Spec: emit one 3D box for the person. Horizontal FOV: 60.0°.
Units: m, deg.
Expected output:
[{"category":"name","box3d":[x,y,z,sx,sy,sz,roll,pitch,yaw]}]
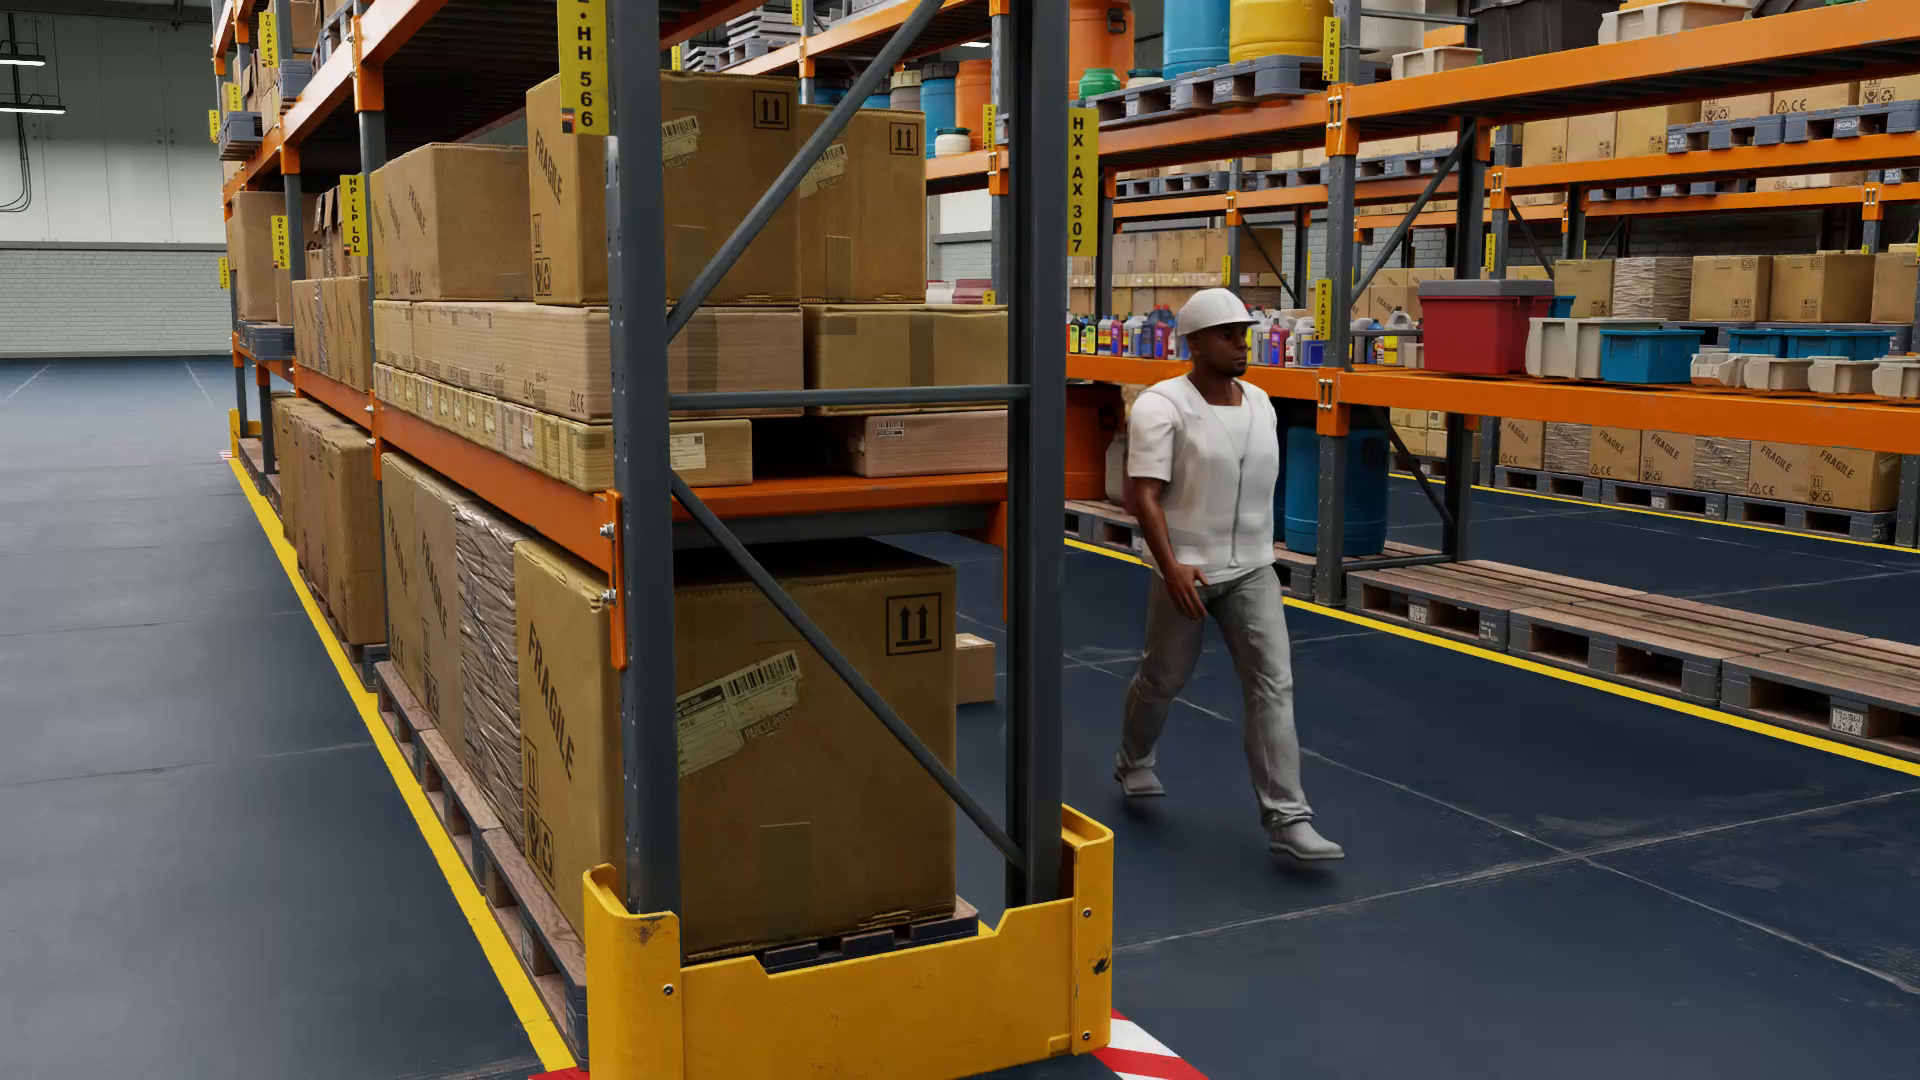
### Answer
[{"category":"person","box3d":[0.803,0.082,5.170,0.576,1.711,1.063,-3,9,-22]}]
